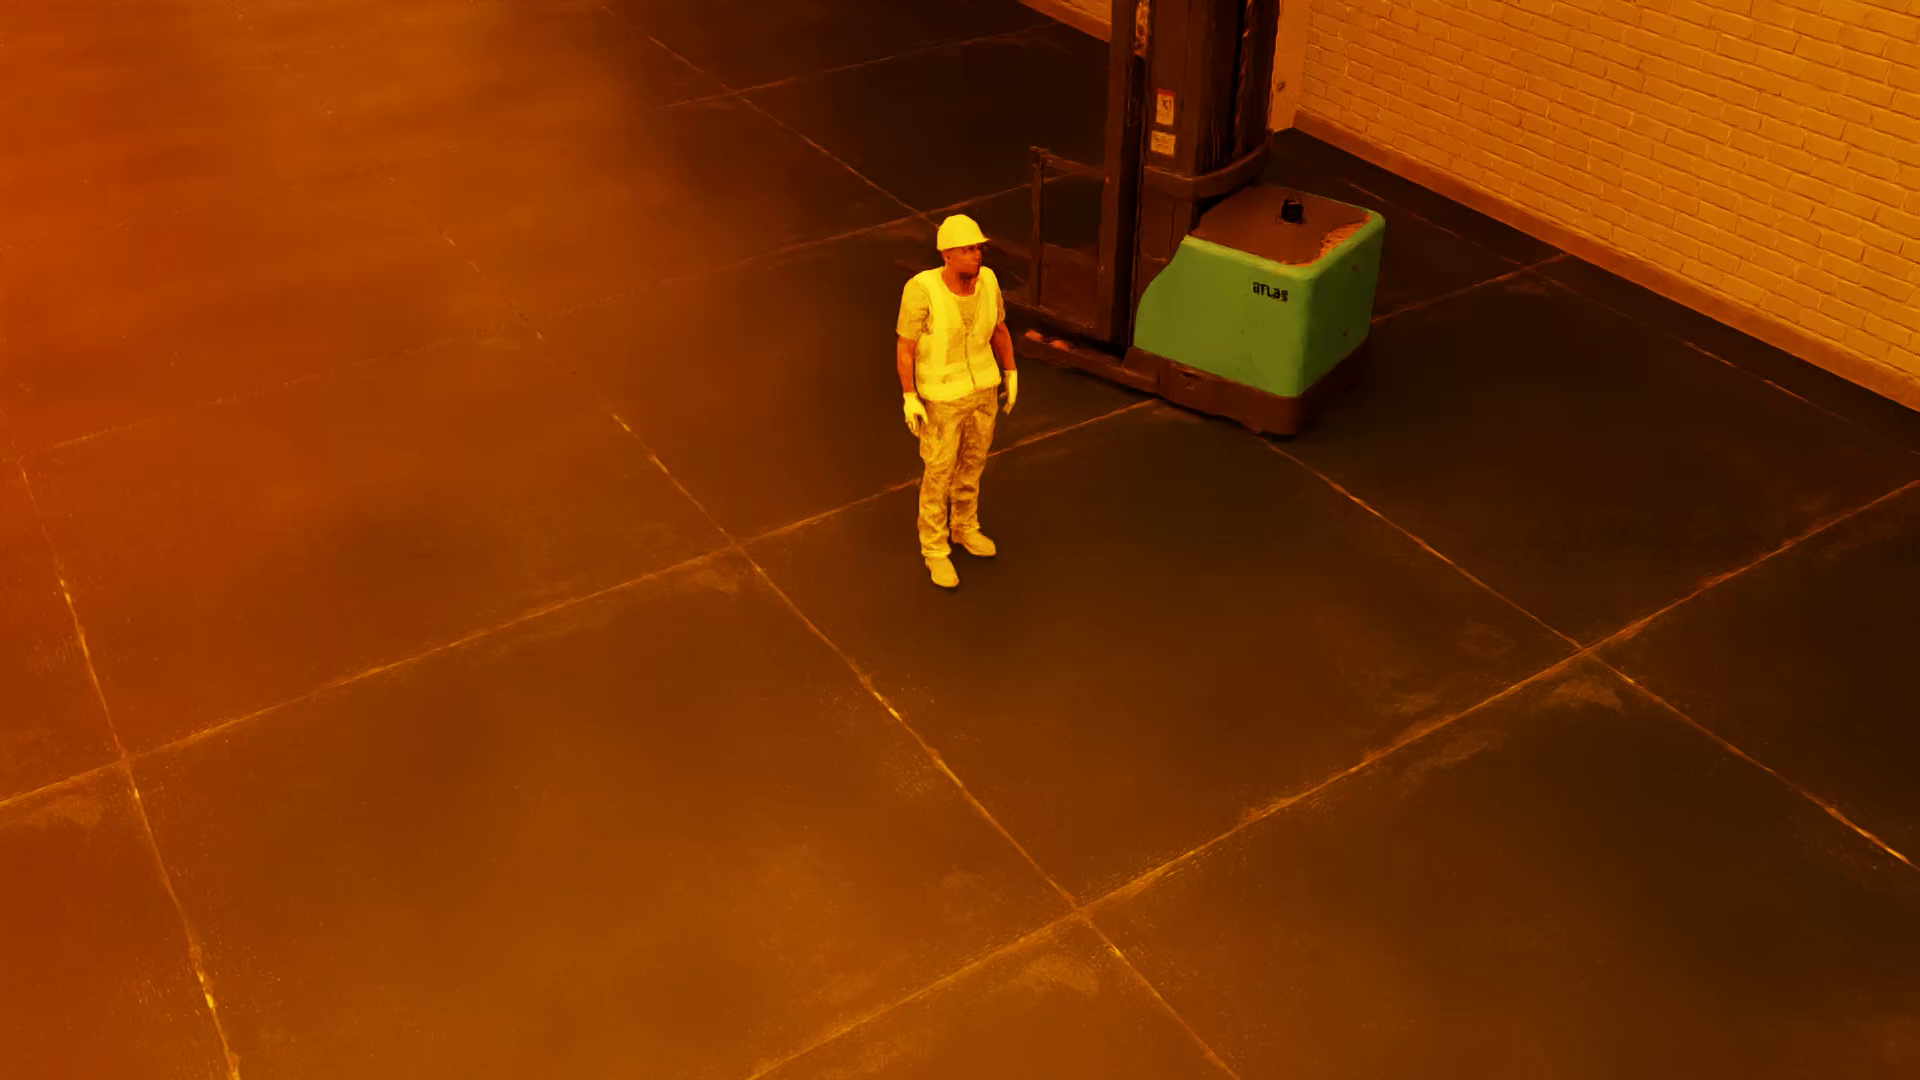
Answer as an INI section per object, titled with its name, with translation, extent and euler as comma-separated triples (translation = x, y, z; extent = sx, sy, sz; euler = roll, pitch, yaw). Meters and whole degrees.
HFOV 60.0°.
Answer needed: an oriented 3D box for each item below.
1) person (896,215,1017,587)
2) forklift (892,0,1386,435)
[person]
translation = 0.033, -0.698, 8.128
extent = 0.655, 1.782, 0.576
euler = -21, 40, -27
[forklift]
translation = 0.964, -2.475, 9.670
extent = 3.031, 2.935, 1.130
euler = 23, 41, 29
